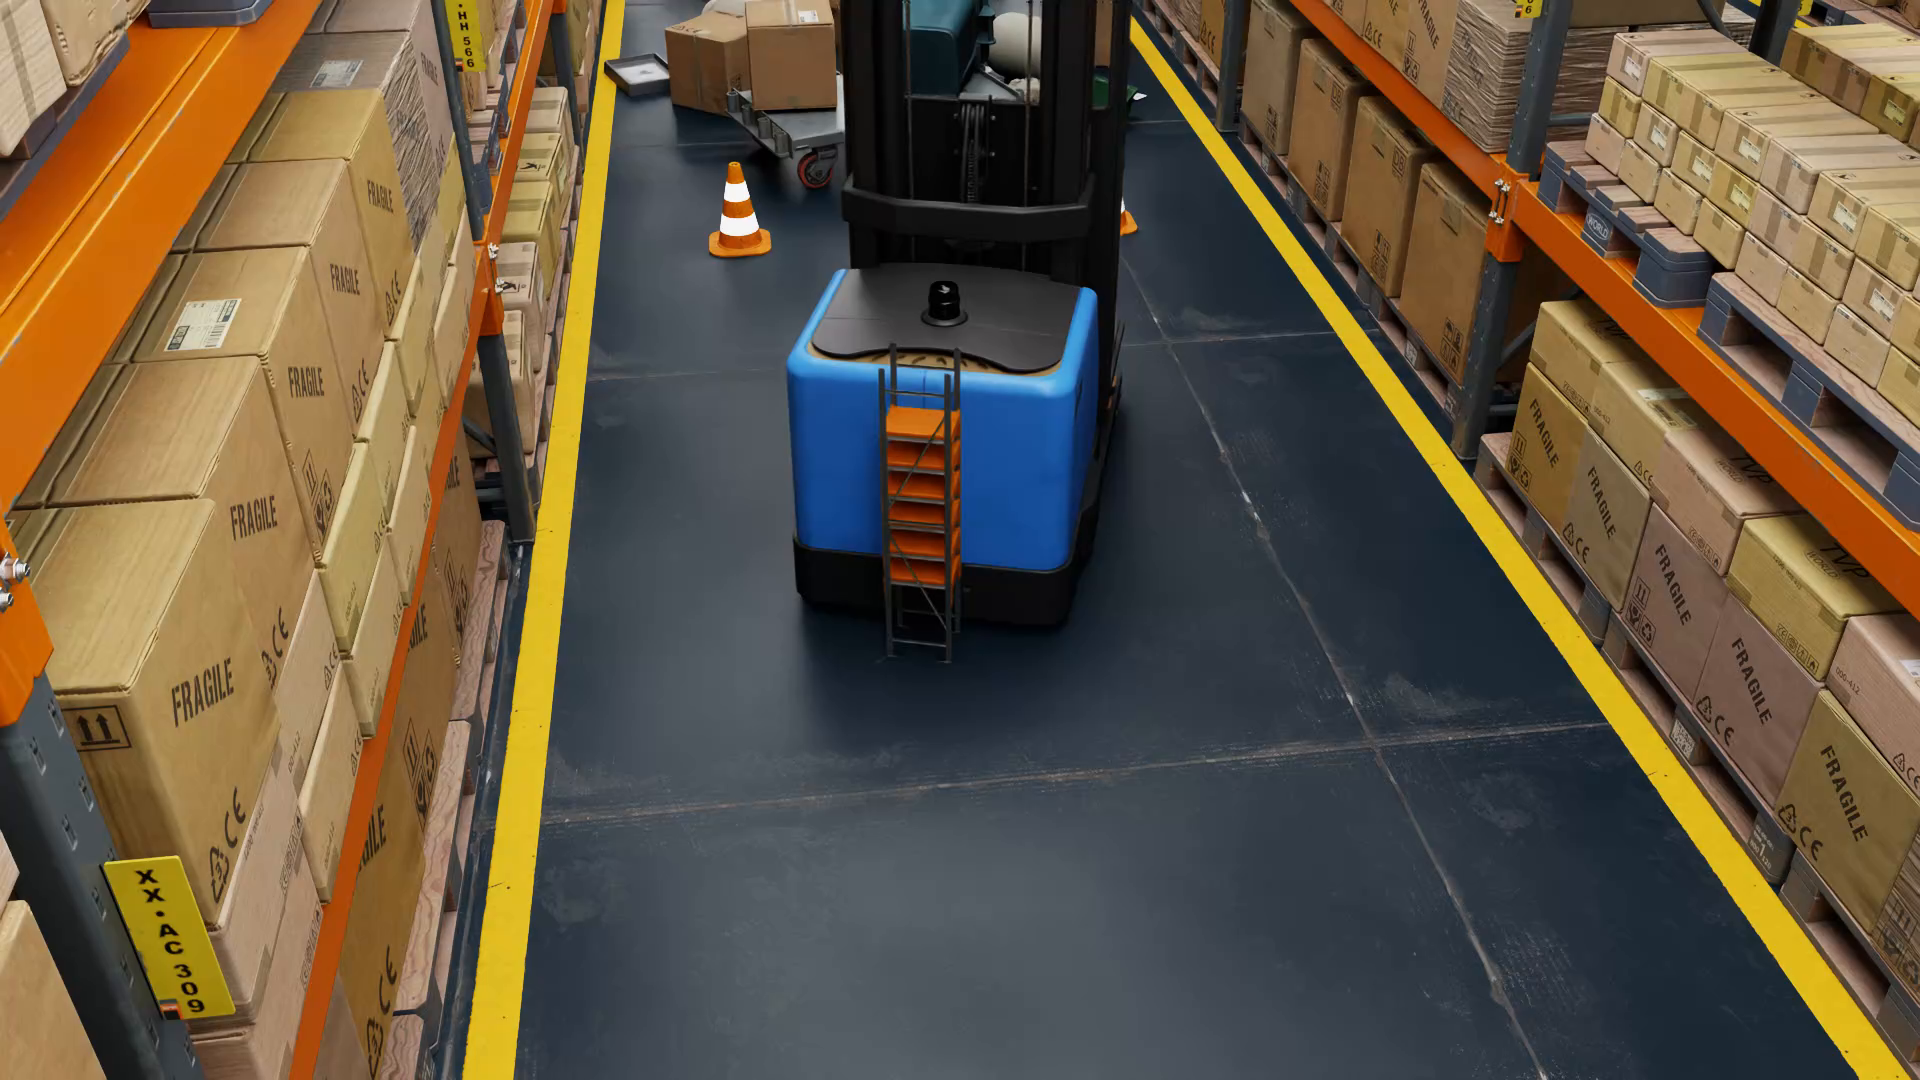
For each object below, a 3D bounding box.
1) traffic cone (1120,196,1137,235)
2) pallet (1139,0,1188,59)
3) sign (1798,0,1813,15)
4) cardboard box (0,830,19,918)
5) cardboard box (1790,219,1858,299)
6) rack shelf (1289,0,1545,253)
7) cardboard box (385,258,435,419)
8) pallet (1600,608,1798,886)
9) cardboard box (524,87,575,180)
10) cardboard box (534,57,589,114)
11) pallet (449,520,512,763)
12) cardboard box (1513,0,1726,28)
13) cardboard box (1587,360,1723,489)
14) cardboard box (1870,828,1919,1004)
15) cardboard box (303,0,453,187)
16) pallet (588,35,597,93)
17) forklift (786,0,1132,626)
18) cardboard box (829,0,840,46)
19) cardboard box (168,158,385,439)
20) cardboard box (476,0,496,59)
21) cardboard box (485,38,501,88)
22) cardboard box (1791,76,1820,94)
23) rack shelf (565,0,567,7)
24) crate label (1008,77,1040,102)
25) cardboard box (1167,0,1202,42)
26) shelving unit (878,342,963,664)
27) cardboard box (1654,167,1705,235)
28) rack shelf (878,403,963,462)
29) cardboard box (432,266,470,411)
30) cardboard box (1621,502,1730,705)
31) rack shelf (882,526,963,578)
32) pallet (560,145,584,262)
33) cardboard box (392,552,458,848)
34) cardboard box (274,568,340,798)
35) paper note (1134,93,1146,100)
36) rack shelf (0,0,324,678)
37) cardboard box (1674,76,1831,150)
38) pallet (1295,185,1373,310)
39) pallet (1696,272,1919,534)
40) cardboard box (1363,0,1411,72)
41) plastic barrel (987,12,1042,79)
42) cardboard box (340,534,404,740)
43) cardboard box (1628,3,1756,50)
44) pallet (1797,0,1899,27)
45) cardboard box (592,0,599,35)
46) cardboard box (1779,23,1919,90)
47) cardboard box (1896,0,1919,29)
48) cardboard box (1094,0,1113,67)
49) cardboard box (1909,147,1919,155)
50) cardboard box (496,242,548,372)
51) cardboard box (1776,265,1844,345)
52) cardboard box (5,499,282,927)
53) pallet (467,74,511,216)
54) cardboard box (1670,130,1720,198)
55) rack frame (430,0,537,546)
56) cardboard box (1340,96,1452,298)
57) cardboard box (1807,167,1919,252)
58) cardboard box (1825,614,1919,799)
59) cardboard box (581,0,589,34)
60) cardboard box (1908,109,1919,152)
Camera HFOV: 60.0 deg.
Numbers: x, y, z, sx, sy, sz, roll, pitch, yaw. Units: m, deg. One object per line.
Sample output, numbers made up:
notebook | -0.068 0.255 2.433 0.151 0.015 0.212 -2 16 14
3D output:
traffic cone | 0.813 -1.973 9.234 0.336 0.463 0.334 -4 35 -6
pallet | 1.937 -3.844 12.203 1.003 0.211 1.213 -4 35 -6
sign | 3.204 -2.144 6.274 0.100 0.325 0.005 -4 35 -6
cardboard box | -1.329 0.437 1.892 0.380 0.149 0.250 -5 35 -7
cardboard box | 2.708 -0.841 4.906 0.380 0.149 0.250 -5 35 -7
rack shelf | 2.398 -2.470 8.350 1.077 0.370 4.000 -4 35 -6
cardboard box | -1.746 -0.544 4.574 0.500 0.250 0.500 -5 35 -8
pallet | 2.932 0.616 5.658 1.003 0.211 1.213 -4 35 -6
cardboard box | -2.689 -2.248 9.345 0.950 0.372 0.625 -4 34 -6
cardboard box | -2.574 -2.839 10.322 0.500 0.250 0.500 -6 35 -9
pallet | -2.193 0.378 6.008 1.003 0.211 1.213 -4 35 -6
cardboard box | 2.617 -2.357 6.569 0.700 0.500 0.500 -5 35 -7
cardboard box | 2.588 -0.416 5.878 0.500 0.250 0.500 -5 35 -7
cardboard box | 2.856 1.046 4.398 0.500 0.500 0.500 -5 35 -7
cardboard box | -1.895 -1.406 5.173 0.500 0.500 0.500 -5 35 -8
pallet | -3.055 -3.354 11.485 1.003 0.211 1.213 -4 35 -6
forklift | 0.137 -1.715 6.665 1.130 2.935 3.031 6 35 8
cardboard box | -0.555 -3.864 11.974 0.637 0.503 0.797 27 43 34
cardboard box | -1.697 -0.560 3.931 0.500 0.500 0.500 -5 35 -7
cardboard box | -2.132 -2.117 6.467 0.500 0.500 0.500 -3 34 -4
cardboard box | -2.096 -1.957 6.808 0.380 0.149 0.250 -4 34 -6
cardboard box | 3.185 -1.603 6.025 0.380 0.149 0.250 -4 34 -5
rack shelf | -3.031 -4.271 10.993 1.077 0.370 4.000 -4 35 -6
crate label | 0.452 -2.953 10.961 0.250 0.136 0.298 27 43 34
cardboard box | 1.989 -4.038 11.526 0.875 0.875 0.875 -4 34 -6
shelving unit | -0.133 -0.105 5.838 0.258 1.200 0.189 6 35 8
cardboard box | 2.600 -1.156 5.633 0.380 0.149 0.250 -3 34 -4
rack shelf | -0.133 -0.366 5.661 0.258 0.103 0.180 6 35 8
cardboard box | -1.815 -0.612 5.117 0.500 0.250 0.500 -4 34 -6
cardboard box | 2.654 0.188 5.657 0.500 0.500 0.500 -5 35 -8
rack shelf | -0.133 0.031 5.931 0.258 0.103 0.180 6 35 8
pallet | -2.656 -1.866 9.300 1.003 0.211 1.213 -4 35 -6
cardboard box | -2.098 0.374 5.051 0.875 0.875 0.875 -4 34 -6
cardboard box | -1.564 0.312 3.318 0.500 0.250 0.500 -4 34 -6
paper note | 1.142 -2.964 11.071 0.142 0.020 0.147 27 43 34
rack shelf | -1.955 -1.046 3.597 1.077 0.370 4.000 -4 35 -6
cardboard box | 2.605 -1.408 5.474 0.380 0.149 0.250 -5 35 -7
pallet | 2.475 -1.624 8.946 1.003 0.211 1.213 -4 35 -6
pallet | 2.974 -0.471 4.947 1.003 0.211 1.213 -4 35 -6
cardboard box | 2.208 -2.481 7.639 0.500 0.500 0.500 -5 35 -7
plastic barrel | 0.457 -3.336 11.269 0.512 0.421 0.421 20 39 26
cardboard box | -1.608 0.233 3.878 0.500 0.250 0.500 -5 35 -7
cardboard box | 2.874 -1.964 6.879 0.500 0.500 0.500 -4 34 -6
pallet | 6.765 -4.105 12.586 1.003 0.211 1.213 -4 35 -6
cardboard box | -2.787 -3.710 11.599 0.500 0.250 0.500 -6 35 -8
cardboard box | 3.188 -1.728 5.944 0.380 0.149 0.250 -6 35 -8
cardboard box | 6.959 -3.889 11.640 0.500 0.500 0.500 6 35 9
cardboard box | 0.904 -3.640 11.646 0.500 0.500 0.500 1 34 2
cardboard box | 3.294 -1.168 5.386 0.380 0.149 0.250 -4 35 -6
cardboard box | -2.397 -1.035 7.566 0.950 0.372 0.625 -5 35 -7
cardboard box | 2.708 -0.717 4.988 0.380 0.149 0.250 -4 34 -6
cardboard box | -1.460 0.290 2.684 0.500 0.500 0.500 -4 34 -6
pallet | -2.426 -1.531 6.503 1.213 0.211 1.003 -4 35 -6
cardboard box | 2.611 -1.259 5.520 0.380 0.149 0.250 -5 35 -8
rack frame | -2.224 -1.220 5.877 1.000 3.000 0.127 -4 35 -6
cardboard box | 2.554 -1.730 8.249 1.050 0.750 0.750 -4 34 -6
cardboard box | 2.716 -0.961 4.819 0.380 0.149 0.250 -3 34 -5
cardboard box | 2.799 0.446 4.613 0.500 0.250 0.500 -3 34 -4
cardboard box | -2.658 -3.447 10.547 0.500 0.500 0.500 -3 34 -4
cardboard box | 3.294 -1.293 5.306 0.380 0.149 0.250 -3 34 -5
